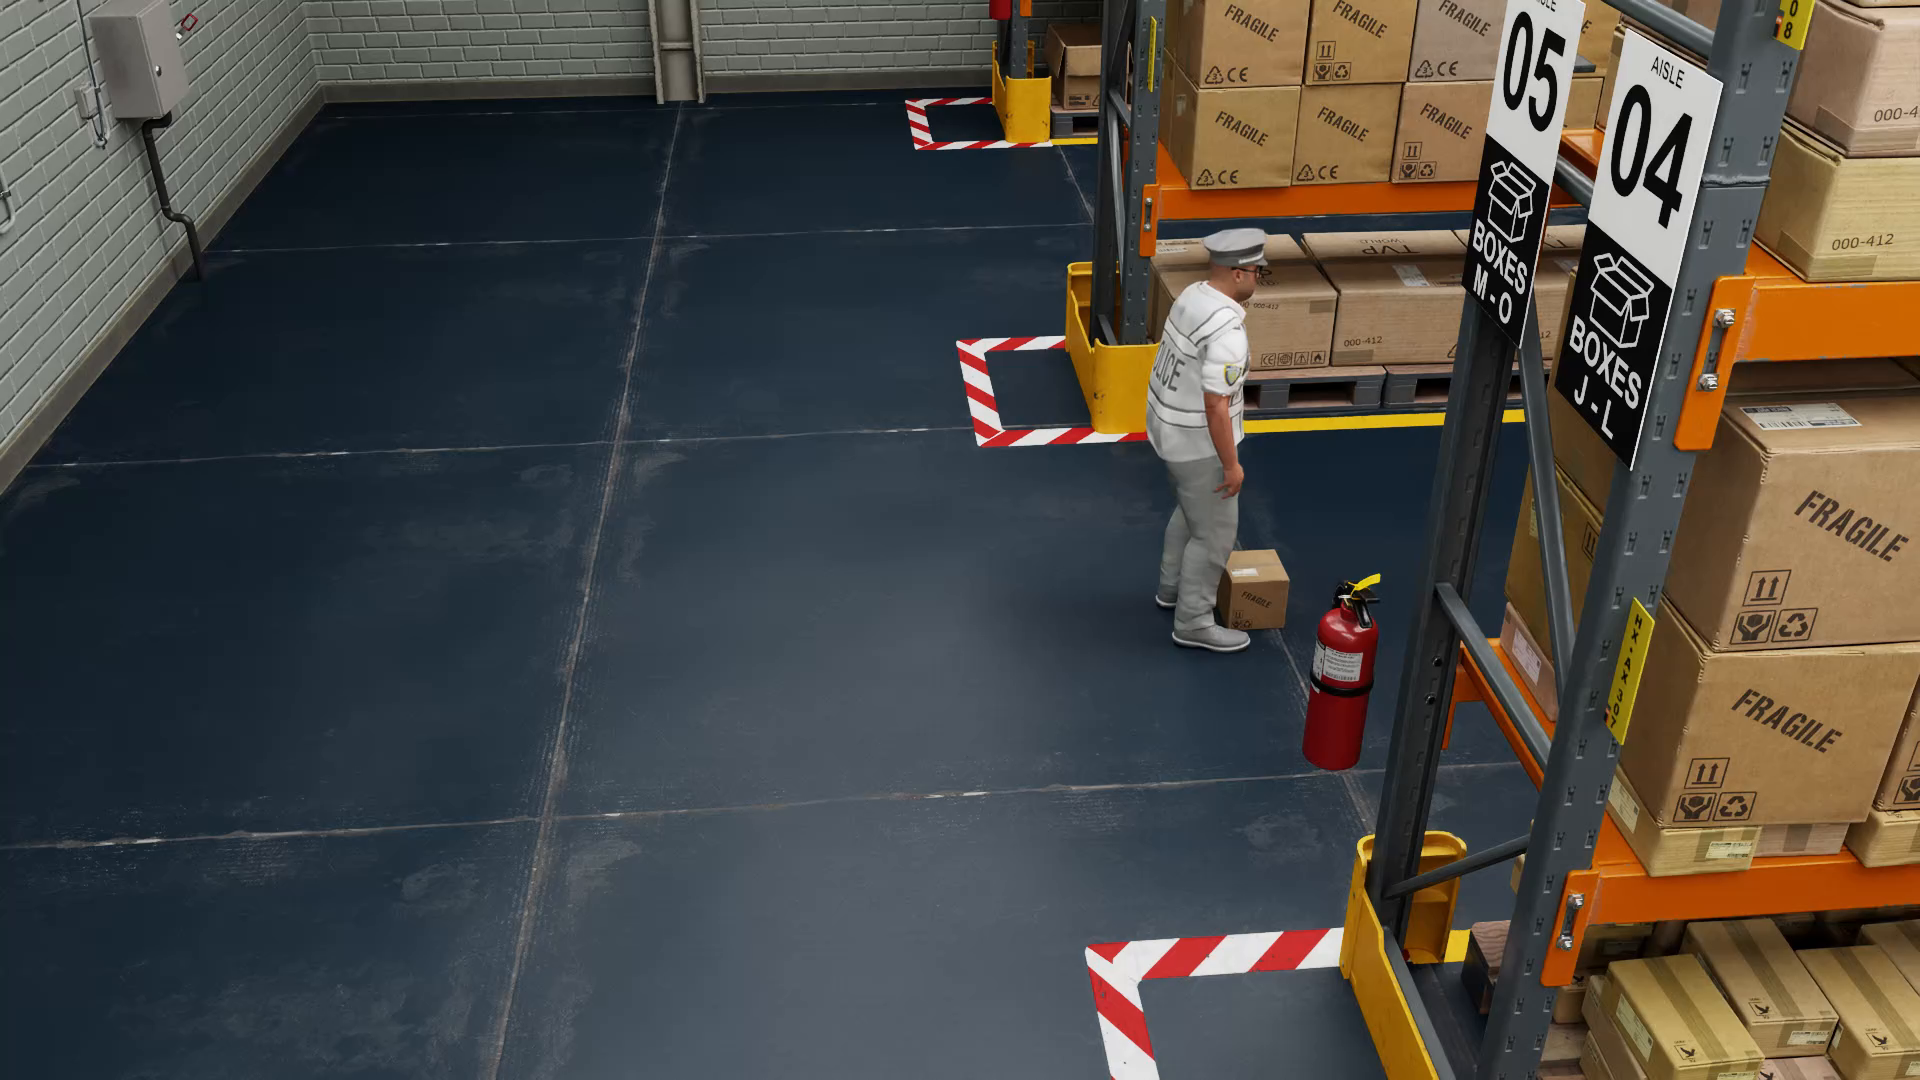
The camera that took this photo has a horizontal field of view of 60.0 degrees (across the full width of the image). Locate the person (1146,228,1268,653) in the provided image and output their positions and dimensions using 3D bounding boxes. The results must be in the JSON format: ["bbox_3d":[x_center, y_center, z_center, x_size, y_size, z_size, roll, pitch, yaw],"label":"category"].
[{"bbox_3d":[0.991,-0.414,6.816,0.436,1.749,0.606,-5,31,-7],"label":"person"}]
